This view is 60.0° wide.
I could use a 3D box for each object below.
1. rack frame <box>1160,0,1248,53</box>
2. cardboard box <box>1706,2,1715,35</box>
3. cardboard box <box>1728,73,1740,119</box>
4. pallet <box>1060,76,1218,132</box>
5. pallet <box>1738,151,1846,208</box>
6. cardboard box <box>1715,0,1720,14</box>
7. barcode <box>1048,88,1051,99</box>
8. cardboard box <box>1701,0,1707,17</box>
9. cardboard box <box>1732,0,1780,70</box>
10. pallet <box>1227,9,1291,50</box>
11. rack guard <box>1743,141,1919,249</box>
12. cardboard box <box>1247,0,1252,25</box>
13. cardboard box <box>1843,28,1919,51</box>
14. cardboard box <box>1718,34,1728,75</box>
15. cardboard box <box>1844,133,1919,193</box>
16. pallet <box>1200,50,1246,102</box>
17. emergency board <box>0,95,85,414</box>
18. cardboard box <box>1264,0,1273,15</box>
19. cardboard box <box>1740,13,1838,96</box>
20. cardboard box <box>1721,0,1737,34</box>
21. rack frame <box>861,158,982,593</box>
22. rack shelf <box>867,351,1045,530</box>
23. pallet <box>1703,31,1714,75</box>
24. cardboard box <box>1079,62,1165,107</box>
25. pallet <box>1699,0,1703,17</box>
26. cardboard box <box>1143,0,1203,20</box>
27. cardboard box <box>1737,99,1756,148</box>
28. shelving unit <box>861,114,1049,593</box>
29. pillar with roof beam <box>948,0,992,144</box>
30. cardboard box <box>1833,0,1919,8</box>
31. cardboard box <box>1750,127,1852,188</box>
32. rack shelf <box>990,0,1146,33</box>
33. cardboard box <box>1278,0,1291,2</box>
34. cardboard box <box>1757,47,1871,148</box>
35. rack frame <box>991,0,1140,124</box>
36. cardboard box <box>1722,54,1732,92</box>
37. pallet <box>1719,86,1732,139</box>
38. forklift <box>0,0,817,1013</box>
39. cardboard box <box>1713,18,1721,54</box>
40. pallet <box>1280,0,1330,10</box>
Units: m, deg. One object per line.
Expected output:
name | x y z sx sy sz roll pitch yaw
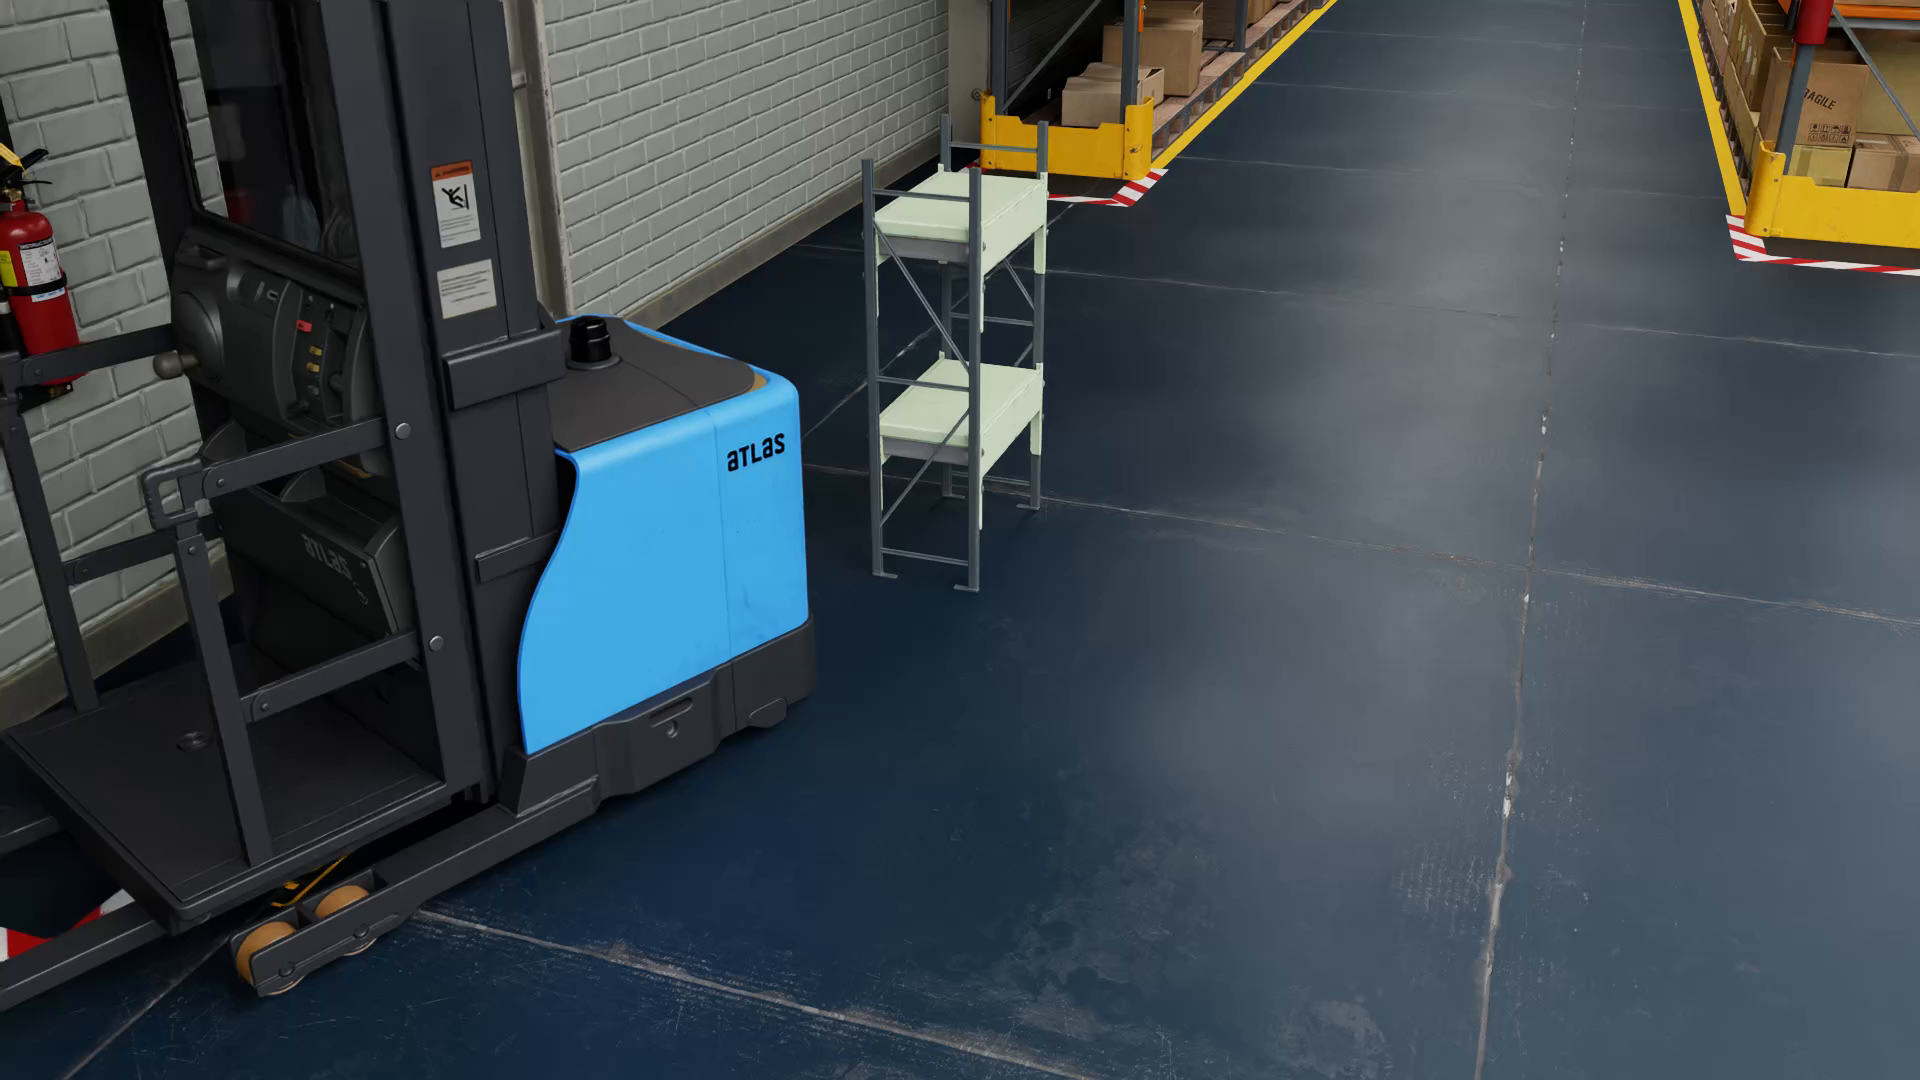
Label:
rack frame | 2.034 -5.552 14.275 1.000 3.000 0.127 9 27 17
cardboard box | 7.253 -4.837 15.470 0.500 0.250 0.500 8 27 16
cardboard box | 5.924 -3.231 12.153 0.500 0.250 0.500 9 27 17
pallet | 1.440 -3.513 13.263 1.003 0.211 1.213 9 27 17
pallet | 5.591 -2.257 10.669 1.003 0.211 1.213 9 27 17
cardboard box | 7.077 -4.872 14.901 0.500 0.311 0.500 8 27 17
barcode | 0.647 -3.237 12.063 0.001 0.075 0.075 9 27 17
cardboard box | 7.586 -5.258 16.340 0.500 0.250 0.500 9 27 17
cardboard box | 6.098 -3.772 12.412 0.500 0.500 0.500 9 27 17
pallet | 2.696 -5.120 16.583 1.003 0.211 1.213 9 27 17
rack guard | 5.368 -2.056 9.924 1.175 0.500 0.348 9 27 17
cardboard box | 2.388 -5.149 15.807 0.700 0.500 0.500 8 27 16
cardboard box | 6.083 -3.082 10.985 0.500 0.500 0.500 9 27 17
cardboard box | 6.571 -3.999 13.741 0.500 0.250 0.500 8 27 17
cardboard box | 5.764 -2.331 10.295 0.500 0.250 0.500 9 27 17
pallet | 1.844 -4.016 14.302 1.003 0.211 1.213 9 27 17
emergency board | -2.735 -0.846 4.554 0.194 1.169 0.643 9 27 17
cardboard box | 2.755 -5.562 16.659 0.700 0.500 0.500 9 27 17
cardboard box | 5.760 -3.362 11.565 0.500 0.500 0.500 9 27 17
cardboard box | 6.738 -4.462 14.053 0.500 0.311 0.500 10 27 19
rack frame | -0.124 -0.522 5.607 0.400 1.500 0.023 9 27 17
rack shelf | -0.002 -0.379 6.060 0.431 0.370 0.720 9 27 17
pallet | 7.319 -4.392 15.078 1.003 0.211 1.213 9 27 17
cardboard box | 1.208 -3.402 12.414 0.500 0.311 0.500 11 28 22
pallet | 8.322 -5.525 17.419 1.003 0.211 1.213 9 27 17
cardboard box | 1.726 -4.193 13.831 0.500 0.500 0.500 7 27 14
cardboard box | 5.595 -2.819 11.303 0.500 0.250 0.500 9 27 17
shelving unit | -0.002 -0.672 5.917 0.431 1.500 0.755 9 27 17
pillar with roof beam | 4.180 -6.397 9.136 9.100 9.000 0.400 9 27 17
cardboard box | 5.543 -3.426 9.770 0.700 0.500 0.500 9 27 17
cardboard box | 5.275 -2.406 10.451 0.500 0.250 0.500 9 27 17
rack shelf | 1.368 -4.406 12.734 1.077 0.370 4.000 9 27 17
cardboard box | 3.175 -5.965 17.492 0.700 0.500 0.500 9 27 18
cardboard box | 5.273 -2.744 10.288 0.500 0.500 0.500 9 27 17
rack frame | 0.703 -3.908 10.880 1.000 3.000 0.127 9 27 17
cardboard box | 6.266 -3.640 12.999 0.500 0.250 0.500 9 27 17
pallet | 6.402 -3.259 12.739 1.003 0.211 1.213 9 27 17
forklift | -1.818 -0.481 3.879 1.130 2.935 3.031 22 34 38
cardboard box | 6.911 -4.417 14.604 0.500 0.250 0.500 9 27 19
pallet | 3.699 -6.254 18.924 1.003 0.211 1.213 9 27 17
